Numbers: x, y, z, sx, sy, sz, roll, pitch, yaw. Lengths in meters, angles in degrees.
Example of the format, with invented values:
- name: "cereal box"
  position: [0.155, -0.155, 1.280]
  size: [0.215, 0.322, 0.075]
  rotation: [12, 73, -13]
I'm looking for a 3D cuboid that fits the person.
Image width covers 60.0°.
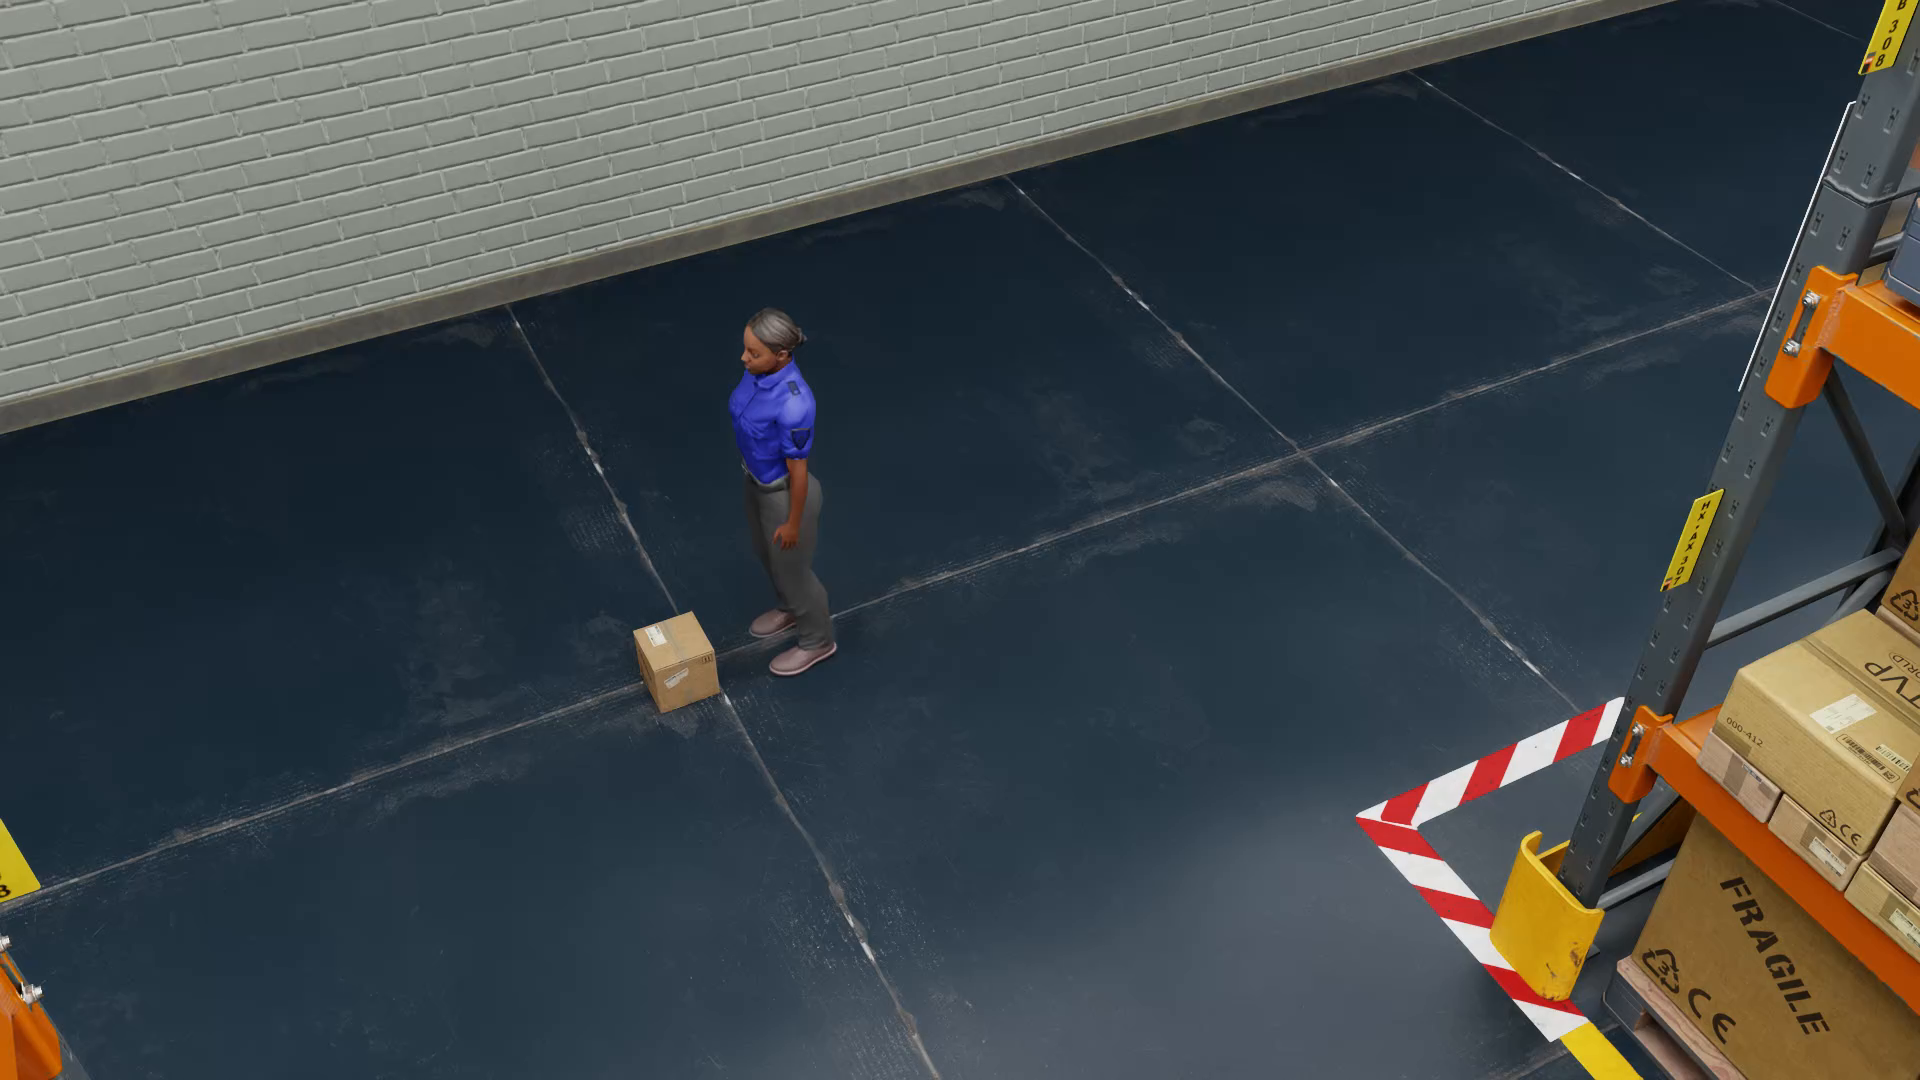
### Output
- name: "person"
  position: [-0.684, -0.176, 6.369]
  size: [0.299, 1.662, 0.436]
  rotation: [-18, 45, -19]
